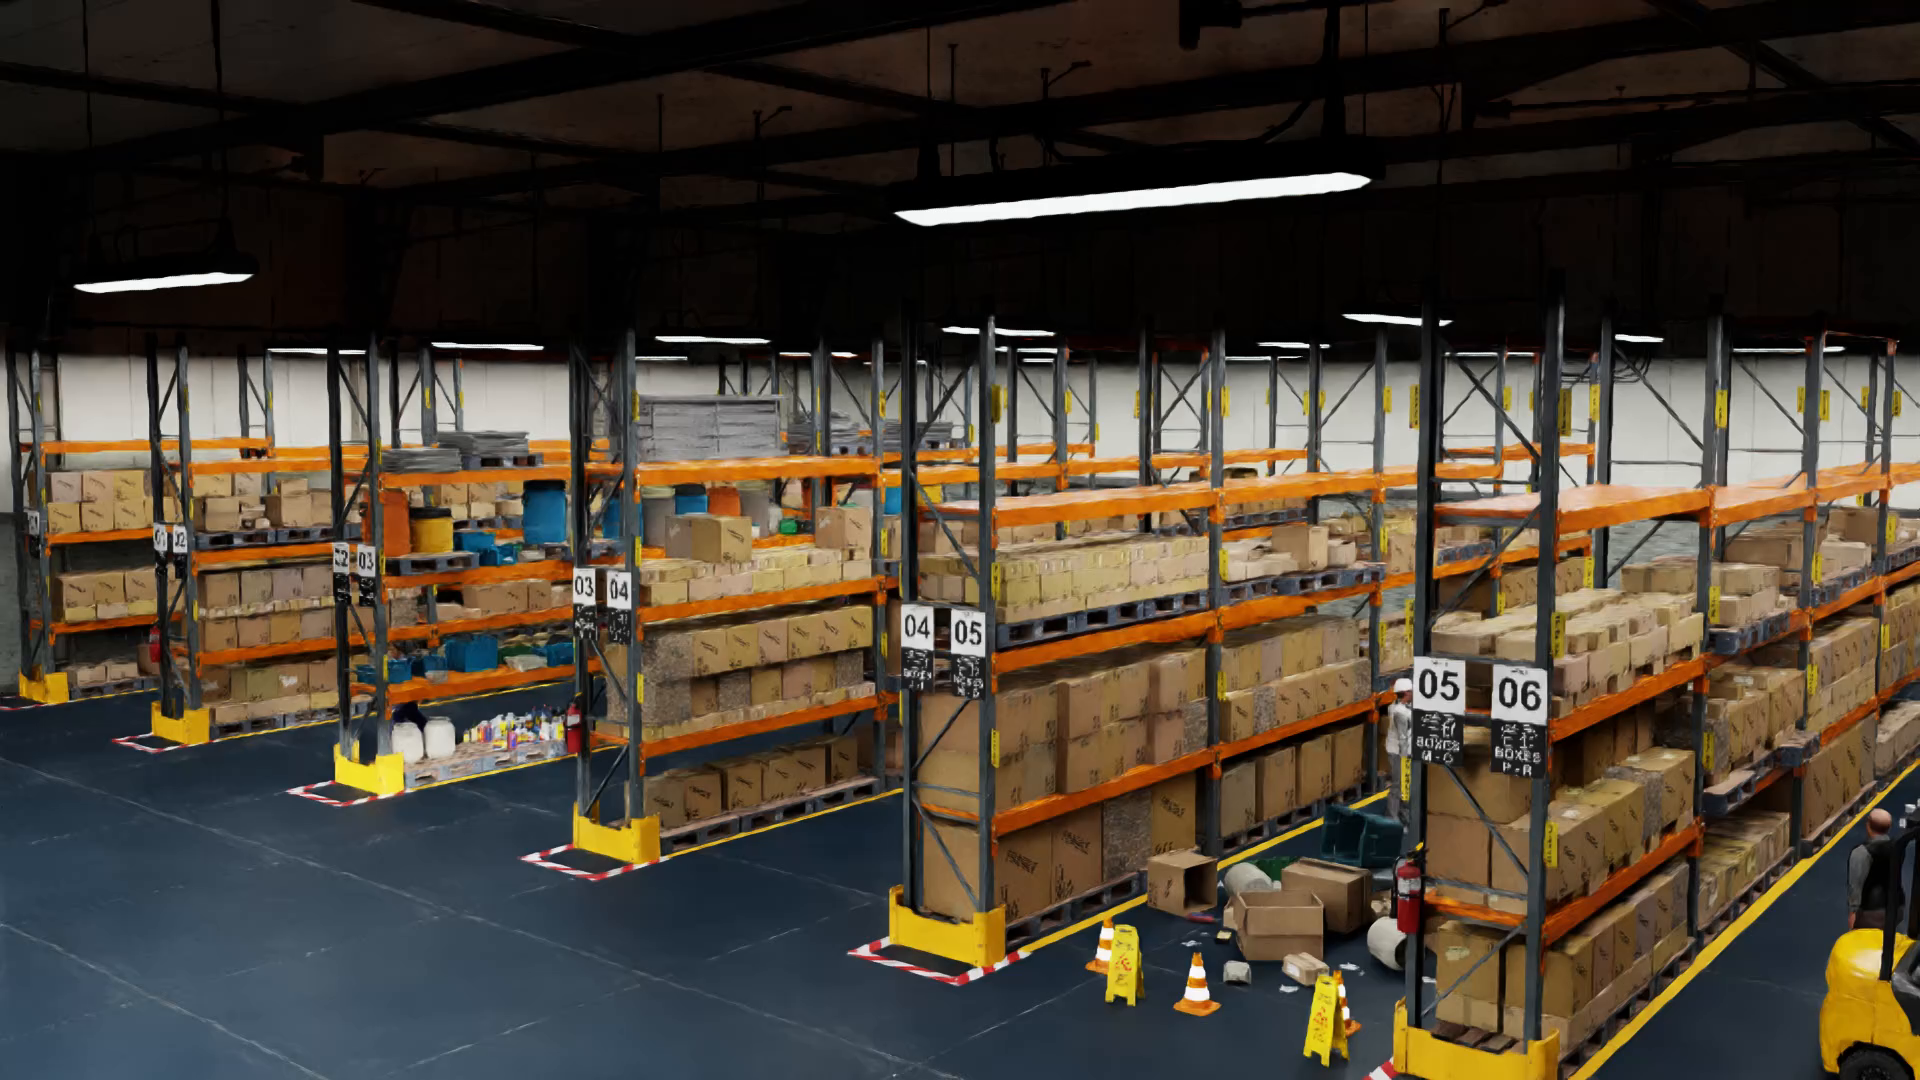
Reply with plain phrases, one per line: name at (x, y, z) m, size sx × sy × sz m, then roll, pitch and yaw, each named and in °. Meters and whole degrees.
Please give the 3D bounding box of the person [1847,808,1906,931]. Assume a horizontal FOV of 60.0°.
person at (7.515, 3.057, 13.758) m, size 0.578 × 1.724 × 0.499 m, roll -2°, pitch 6°, yaw -21°

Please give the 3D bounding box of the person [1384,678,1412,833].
person at (5.240, 2.504, 19.569) m, size 0.463 × 1.783 × 0.601 m, roll 1°, pitch 5°, yaw 9°

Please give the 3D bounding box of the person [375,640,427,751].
person at (-8.039, 2.209, 23.962) m, size 0.479 × 1.553 × 1.090 m, roll 4°, pitch 7°, yaw 41°
